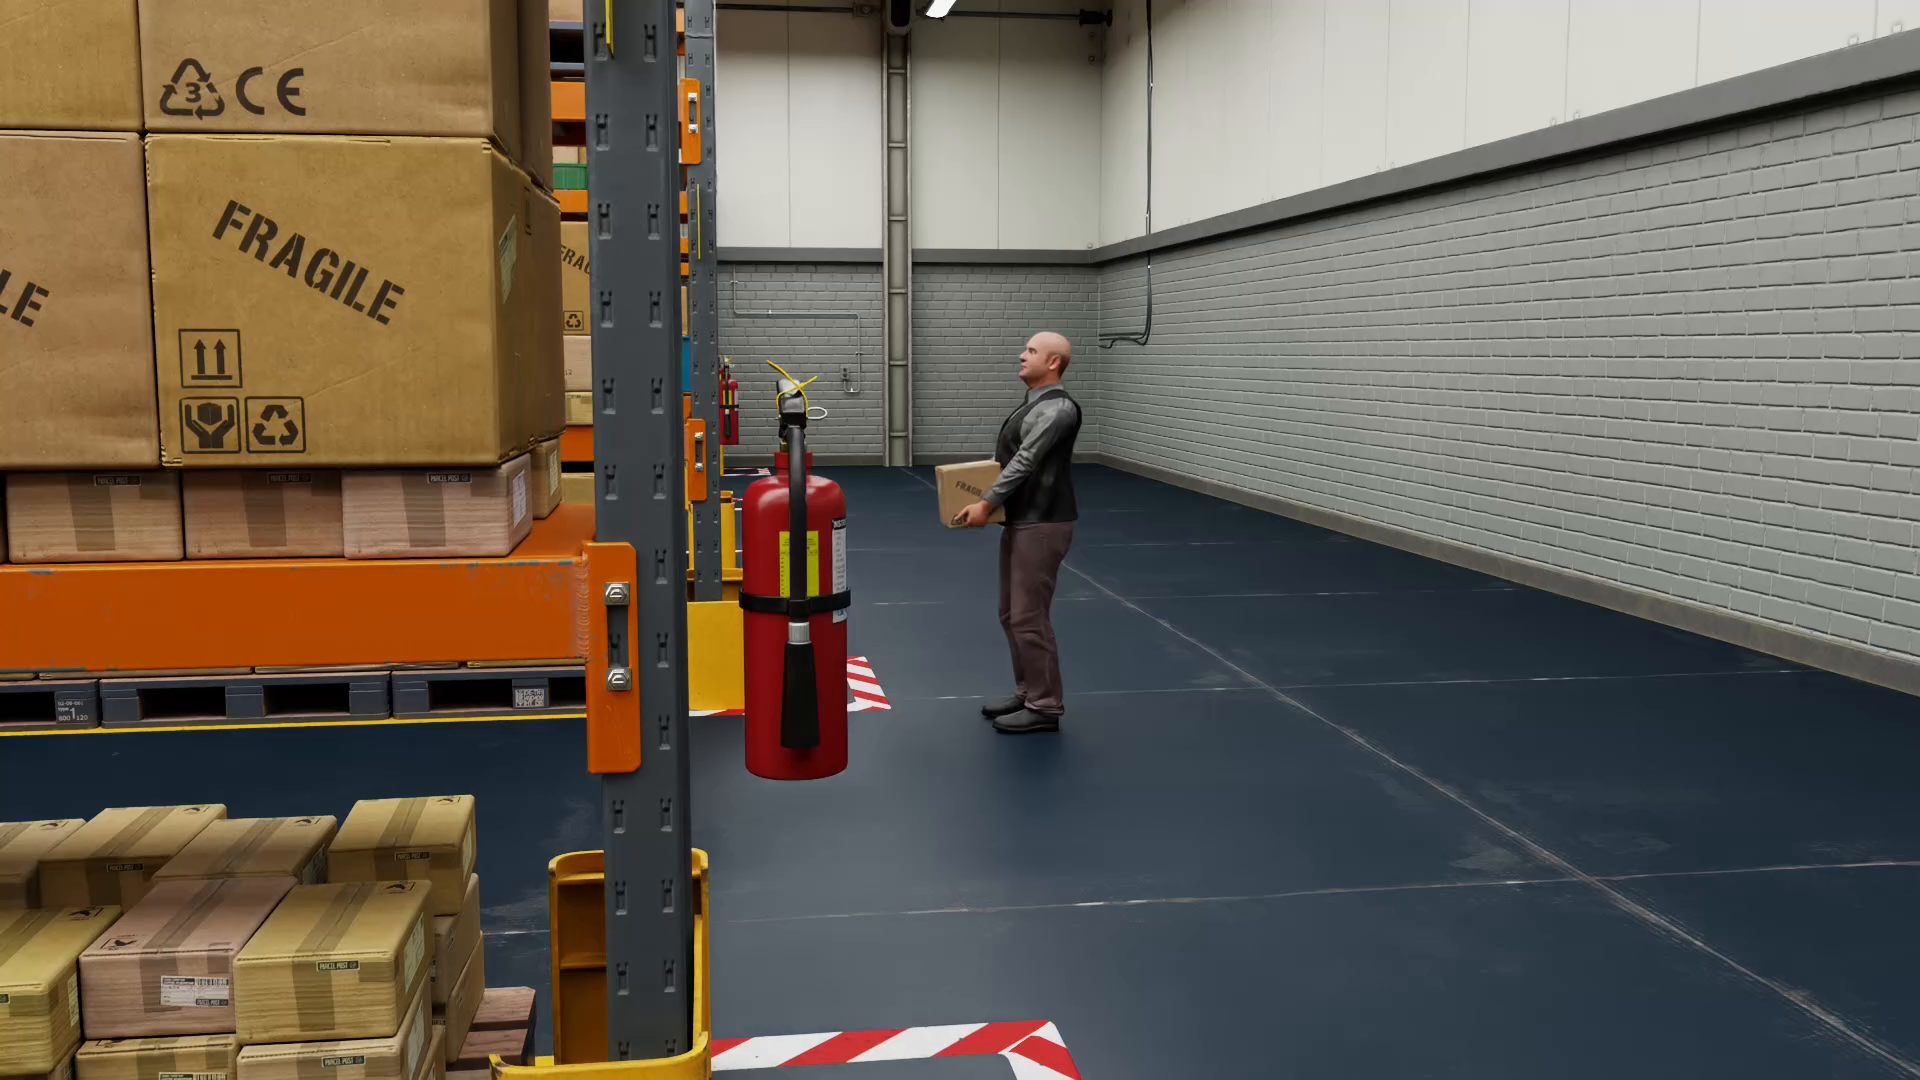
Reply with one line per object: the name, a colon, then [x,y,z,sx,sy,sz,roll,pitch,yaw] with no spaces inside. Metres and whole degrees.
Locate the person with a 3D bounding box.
person: [0.230,-0.039,7.203,0.550,1.714,0.496,-1,7,-9]
